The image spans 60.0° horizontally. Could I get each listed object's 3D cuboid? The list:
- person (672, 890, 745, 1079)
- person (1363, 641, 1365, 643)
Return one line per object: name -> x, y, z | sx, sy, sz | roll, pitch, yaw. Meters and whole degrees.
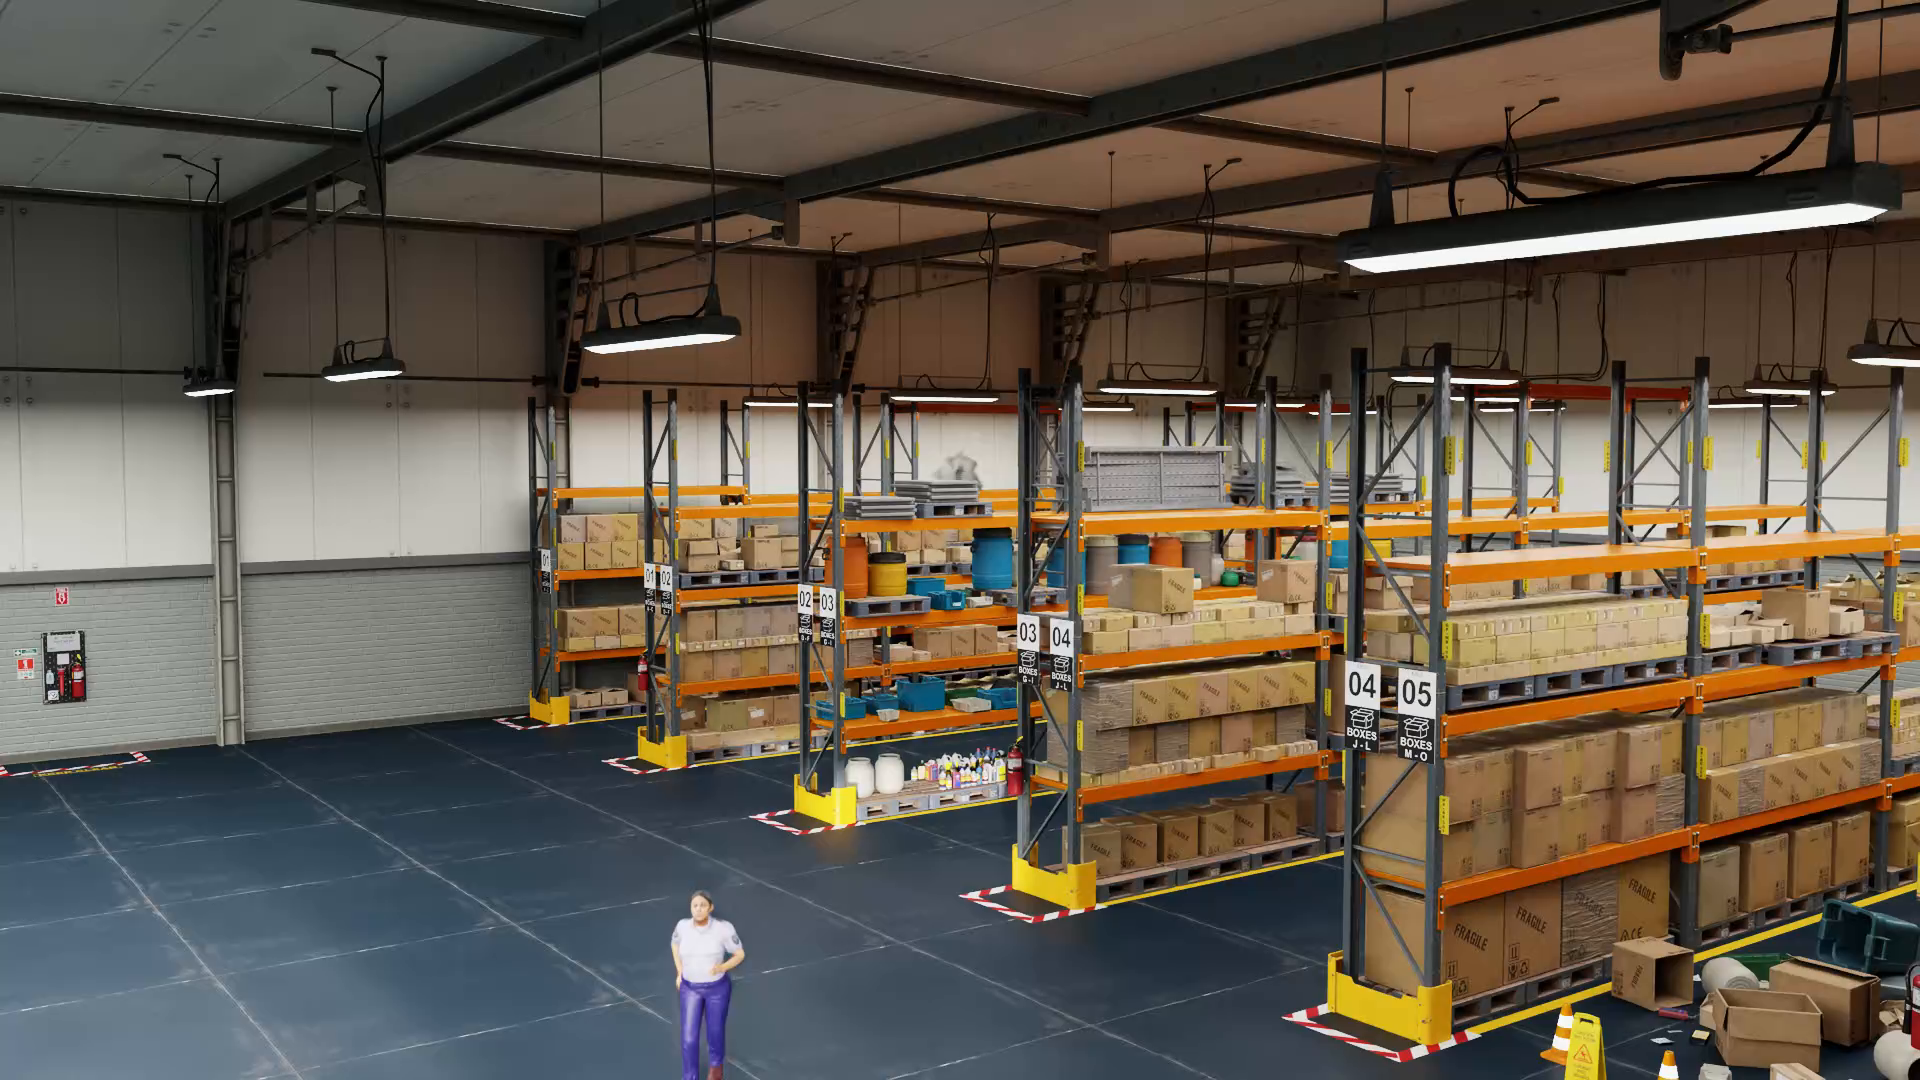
person -> -1.983, 3.667, 13.078 | 0.596, 1.511, 0.756 | 0, 3, -2
person -> 7.862, 2.315, 33.619 | 0.728, 1.792, 0.720 | -3, 4, -39
